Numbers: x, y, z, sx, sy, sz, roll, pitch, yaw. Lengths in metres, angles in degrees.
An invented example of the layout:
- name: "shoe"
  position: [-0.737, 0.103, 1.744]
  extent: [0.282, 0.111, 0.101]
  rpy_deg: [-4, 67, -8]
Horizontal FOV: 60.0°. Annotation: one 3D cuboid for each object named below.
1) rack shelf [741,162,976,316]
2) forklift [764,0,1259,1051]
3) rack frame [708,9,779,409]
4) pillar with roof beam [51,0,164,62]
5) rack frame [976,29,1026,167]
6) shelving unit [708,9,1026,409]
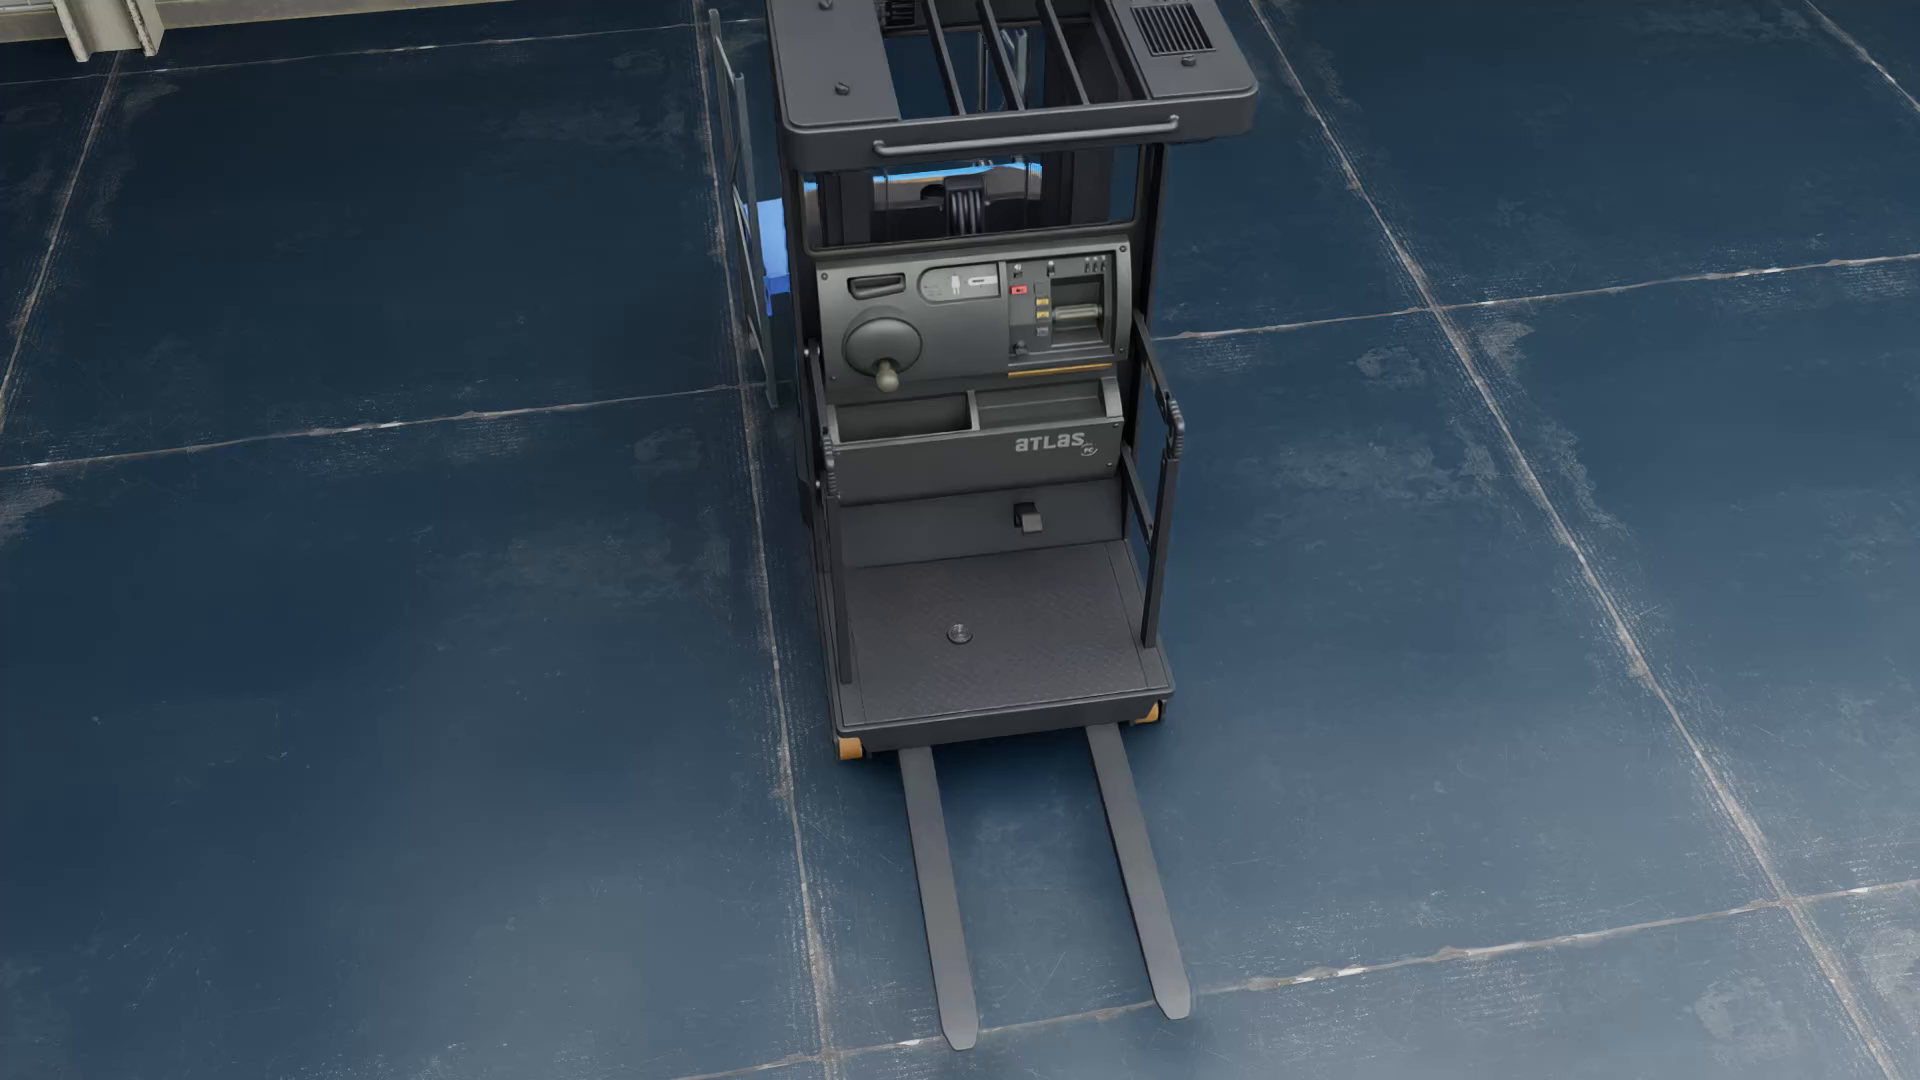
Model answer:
- name: "rack shelf"
  position: [-0.338, -1.208, 6.622]
  extent: [1.000, 0.185, 0.538]
  rpy_deg: [-12, 47, -11]
- name: "forklift"
  position: [0.082, -0.568, 4.762]
  extent: [1.130, 2.935, 3.031]
  rpy_deg: [-6, 46, -6]
- name: "rack frame"
  position: [-0.825, -1.229, 6.393]
  extent: [0.032, 1.500, 0.500]
  rpy_deg: [-12, 47, -11]
- name: "pillar with roof beam"
  position: [-3.690, -2.686, 2.589]
  extent: [0.400, 9.000, 9.100]
  rpy_deg: [-7, 46, -7]
- name: "rack frame"
  position: [0.150, -1.437, 6.593]
  extent: [0.032, 1.500, 0.500]
  rpy_deg: [-12, 47, -11]
- name: "shelving unit"
  position: [-0.338, -1.333, 6.493]
  extent: [1.048, 1.500, 0.538]
  rpy_deg: [-12, 47, -11]
